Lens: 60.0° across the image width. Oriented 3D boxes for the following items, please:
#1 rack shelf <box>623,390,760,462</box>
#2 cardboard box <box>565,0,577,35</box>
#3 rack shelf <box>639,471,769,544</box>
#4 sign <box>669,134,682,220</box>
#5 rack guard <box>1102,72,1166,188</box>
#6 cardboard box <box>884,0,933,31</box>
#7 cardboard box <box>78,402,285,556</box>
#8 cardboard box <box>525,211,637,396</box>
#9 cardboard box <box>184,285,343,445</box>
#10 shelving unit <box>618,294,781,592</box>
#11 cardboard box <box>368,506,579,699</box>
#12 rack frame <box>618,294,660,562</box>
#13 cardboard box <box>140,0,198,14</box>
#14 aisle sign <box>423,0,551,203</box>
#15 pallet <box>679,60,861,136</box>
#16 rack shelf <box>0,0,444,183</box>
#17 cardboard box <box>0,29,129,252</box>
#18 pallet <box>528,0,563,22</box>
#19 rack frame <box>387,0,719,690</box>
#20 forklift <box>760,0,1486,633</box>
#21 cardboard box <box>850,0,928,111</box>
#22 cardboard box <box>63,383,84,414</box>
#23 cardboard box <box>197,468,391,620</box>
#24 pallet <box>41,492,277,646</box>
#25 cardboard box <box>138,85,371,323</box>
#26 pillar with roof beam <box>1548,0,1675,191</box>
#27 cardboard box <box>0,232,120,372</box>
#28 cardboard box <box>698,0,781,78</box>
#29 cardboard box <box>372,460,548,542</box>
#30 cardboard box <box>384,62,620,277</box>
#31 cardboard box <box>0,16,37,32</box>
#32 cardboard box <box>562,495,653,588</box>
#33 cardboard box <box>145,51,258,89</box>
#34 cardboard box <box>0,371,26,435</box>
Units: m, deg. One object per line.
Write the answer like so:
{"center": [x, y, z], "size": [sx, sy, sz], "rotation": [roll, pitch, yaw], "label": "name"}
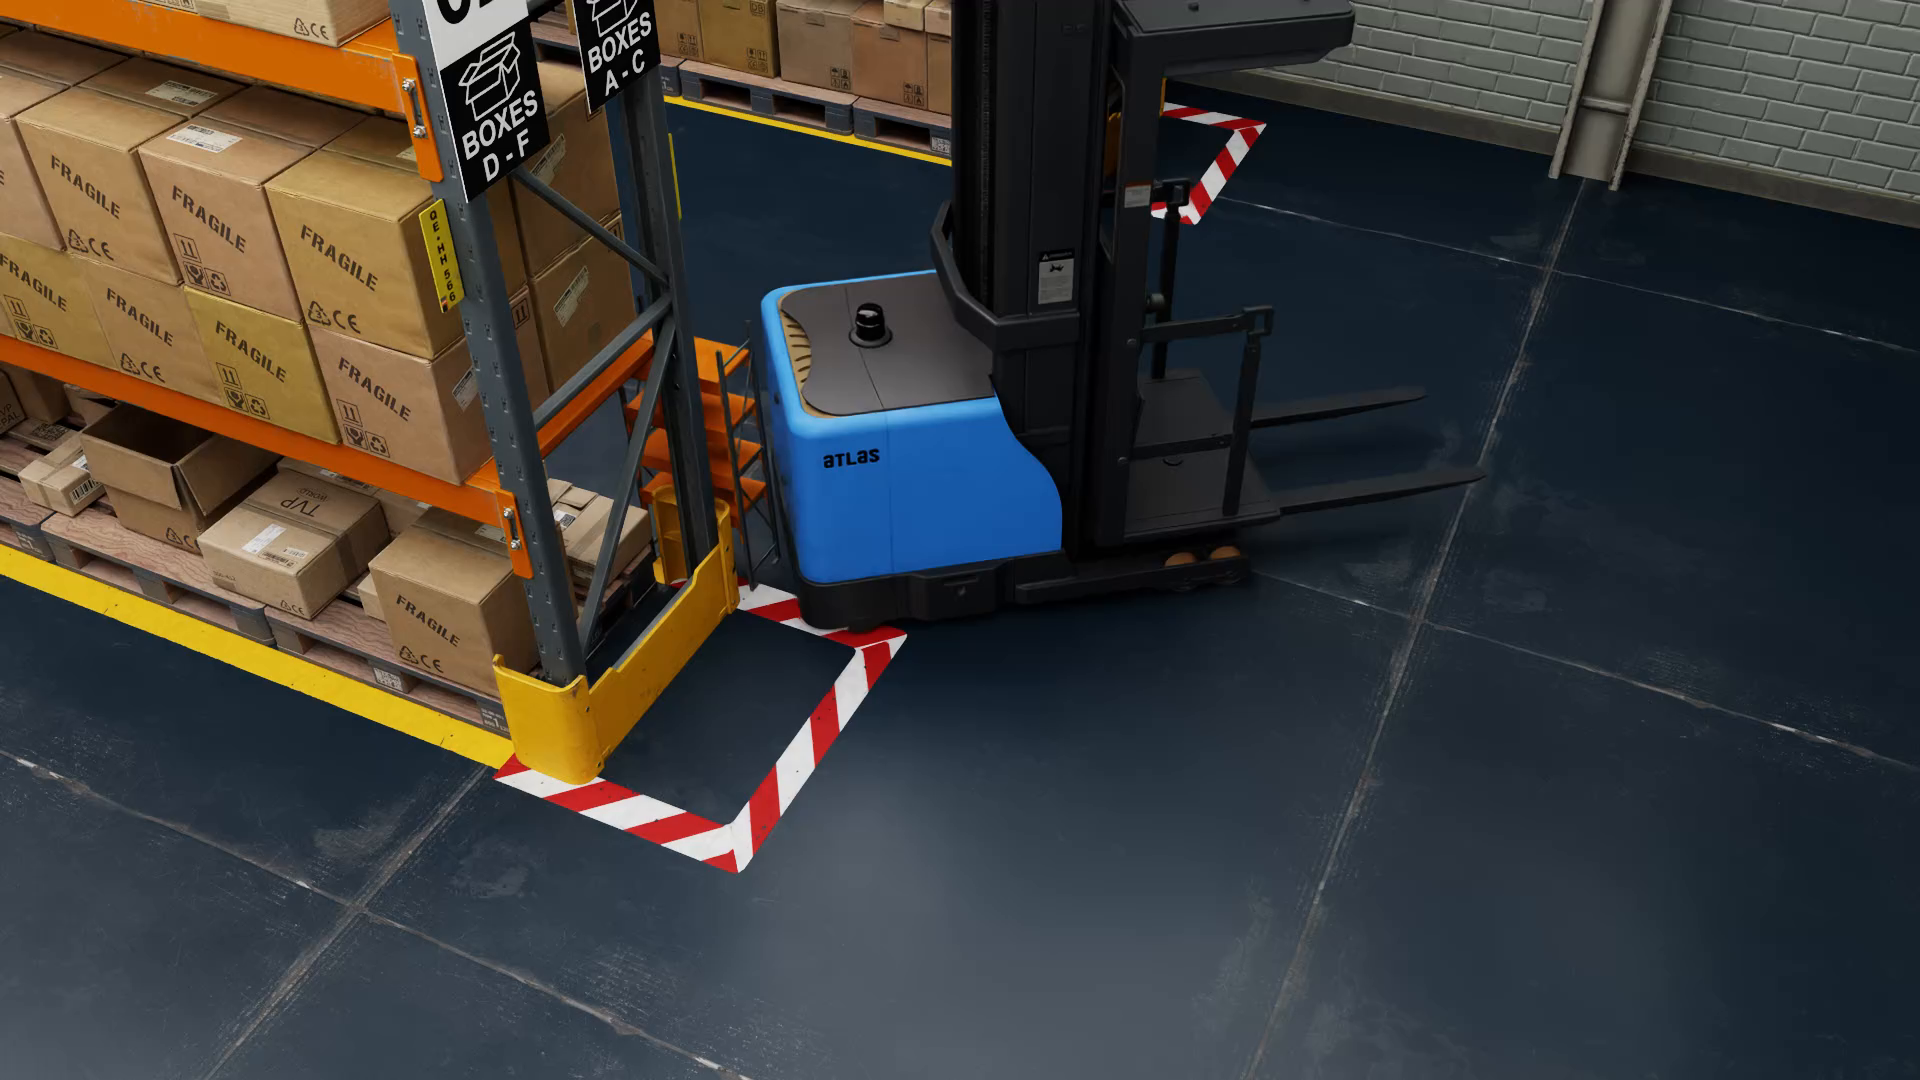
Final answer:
{"center": [-1.067, -0.495, 6.654], "size": [0.480, 0.148, 0.258], "rotation": [15, 43, 20], "label": "rack shelf"}
{"center": [-2.131, -3.574, 10.671], "size": [0.500, 0.500, 0.700], "rotation": [18, 44, 19], "label": "cardboard box"}
{"center": [-1.056, -0.172, 6.927], "size": [0.480, 0.148, 0.258], "rotation": [15, 43, 20], "label": "rack shelf"}
{"center": [-1.003, -1.228, 5.716], "size": [0.005, 0.325, 0.100], "rotation": [17, 44, 19], "label": "sign"}
{"center": [0.881, -2.569, 9.832], "size": [0.348, 0.500, 1.175], "rotation": [17, 44, 19], "label": "rack guard"}
{"center": [-0.243, -3.112, 9.643], "size": [0.250, 0.149, 0.380], "rotation": [18, 44, 20], "label": "cardboard box"}
{"center": [-3.152, -0.392, 6.983], "size": [0.637, 0.503, 0.797], "rotation": [17, 44, 19], "label": "cardboard box"}
{"center": [-1.523, -0.896, 5.917], "size": [0.500, 0.500, 0.500], "rotation": [18, 44, 20], "label": "cardboard box"}
{"center": [-2.225, -0.721, 5.715], "size": [0.500, 0.500, 0.500], "rotation": [17, 44, 19], "label": "cardboard box"}
{"center": [-1.063, -0.375, 6.755], "size": [0.503, 1.200, 0.258], "rotation": [15, 43, 20], "label": "shelving unit"}
{"center": [-1.829, 0.195, 6.308], "size": [0.500, 0.500, 0.500], "rotation": [17, 44, 19], "label": "cardboard box"}
{"center": [-1.285, -0.436, 6.837], "size": [0.015, 1.200, 0.240], "rotation": [15, 43, 20], "label": "rack frame"}
{"center": [-2.257, -1.787, 4.845], "size": [0.500, 0.250, 0.500], "rotation": [17, 44, 19], "label": "cardboard box"}
{"center": [-1.300, -1.361, 4.545], "size": [0.004, 0.787, 0.394], "rotation": [17, 44, 19], "label": "aisle sign"}
{"center": [-1.000, -2.980, 10.527], "size": [1.213, 0.211, 1.003], "rotation": [17, 44, 19], "label": "pallet"}
{"center": [-3.044, -1.995, 5.520], "size": [4.000, 0.370, 1.077], "rotation": [17, 44, 19], "label": "rack shelf"}
{"center": [-3.147, -1.377, 5.709], "size": [0.500, 0.500, 0.500], "rotation": [18, 44, 20], "label": "cardboard box"}
{"center": [-3.497, -3.743, 11.408], "size": [1.213, 0.211, 1.003], "rotation": [17, 44, 19], "label": "pallet"}
{"center": [-1.232, -0.579, 5.628], "size": [0.127, 3.000, 1.000], "rotation": [17, 44, 19], "label": "rack frame"}
{"center": [0.743, -1.223, 6.423], "size": [3.031, 2.935, 1.130], "rotation": [-8, 42, -9], "label": "forklift"}
{"center": [-0.271, -3.007, 10.017], "size": [0.500, 0.500, 0.700], "rotation": [17, 44, 19], "label": "cardboard box"}
{"center": [-3.855, -0.718, 7.629], "size": [0.250, 0.149, 0.380], "rotation": [17, 44, 19], "label": "cardboard box"}
{"center": [-2.677, 0.008, 6.713], "size": [0.500, 0.250, 0.500], "rotation": [17, 44, 19], "label": "cardboard box"}
{"center": [-3.125, -0.105, 7.210], "size": [1.213, 0.211, 1.003], "rotation": [17, 44, 19], "label": "pallet"}
{"center": [-2.210, -1.094, 5.382], "size": [0.500, 0.500, 0.500], "rotation": [18, 44, 20], "label": "cardboard box"}
{"center": [1.851, -2.998, 3.838], "size": [0.400, 9.000, 9.100], "rotation": [17, 44, 19], "label": "pillar with roof beam"}
{"center": [-3.131, -1.002, 6.039], "size": [0.500, 0.500, 0.500], "rotation": [16, 44, 18], "label": "cardboard box"}
{"center": [-1.213, -3.290, 10.343], "size": [0.500, 0.500, 0.700], "rotation": [18, 44, 20], "label": "cardboard box"}
{"center": [-2.058, -0.164, 6.912], "size": [0.500, 0.250, 0.500], "rotation": [17, 44, 19], "label": "cardboard box"}
{"center": [-1.523, -1.274, 5.590], "size": [0.500, 0.500, 0.500], "rotation": [18, 44, 20], "label": "cardboard box"}
{"center": [-3.367, -1.836, 6.238], "size": [0.500, 0.500, 0.500], "rotation": [17, 44, 19], "label": "cardboard box"}
{"center": [-1.466, 0.012, 6.787], "size": [0.250, 0.149, 0.380], "rotation": [17, 44, 19], "label": "cardboard box"}
{"center": [-2.451, -1.556, 5.915], "size": [0.500, 0.500, 0.500], "rotation": [18, 44, 19], "label": "cardboard box"}
{"center": [-4.568, -0.592, 7.360], "size": [0.500, 0.311, 0.500], "rotation": [17, 44, 19], "label": "cardboard box"}
